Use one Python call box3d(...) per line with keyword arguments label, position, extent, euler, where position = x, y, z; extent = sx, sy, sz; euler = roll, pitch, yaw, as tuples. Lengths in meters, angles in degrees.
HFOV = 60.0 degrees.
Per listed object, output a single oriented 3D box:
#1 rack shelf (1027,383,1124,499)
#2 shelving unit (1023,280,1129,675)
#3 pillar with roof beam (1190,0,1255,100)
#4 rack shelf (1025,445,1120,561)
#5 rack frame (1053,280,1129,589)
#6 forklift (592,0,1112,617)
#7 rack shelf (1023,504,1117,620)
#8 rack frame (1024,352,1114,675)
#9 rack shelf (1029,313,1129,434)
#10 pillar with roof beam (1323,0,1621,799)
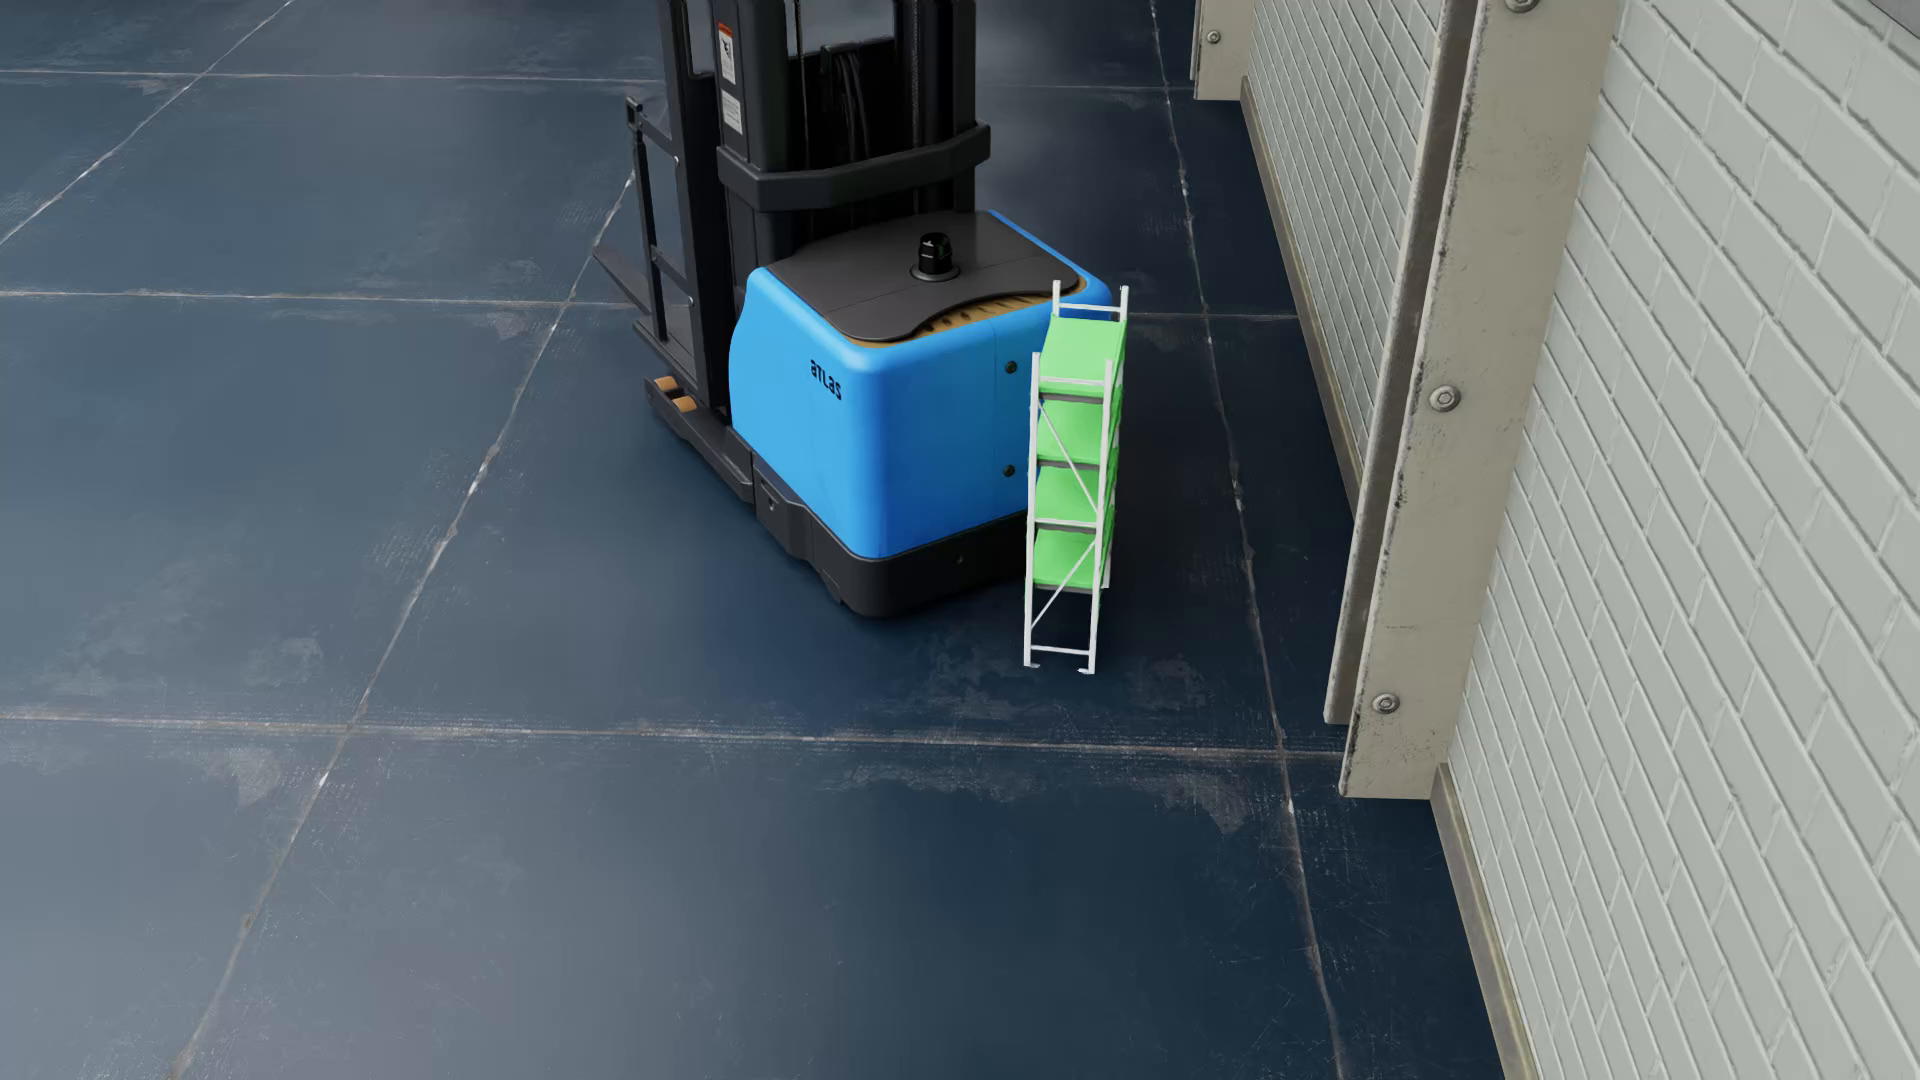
box3d(label="rack shelf", position=(0.378, -0.336, 5.378), extent=(0.258, 0.148, 0.480), euler=(6, 36, 8))
box3d(label="shelving unit", position=(0.378, -0.192, 5.479), extent=(0.258, 1.200, 0.503), euler=(6, 36, 8))
box3d(label="pillar with roof beam", position=(-2.725, -6.548, 7.741), extent=(9.100, 9.000, 0.400), euler=(1, 35, 2))
box3d(label="rack shelf", position=(0.378, -0.139, 5.516), extent=(0.258, 0.148, 0.480), euler=(6, 36, 8))
box3d(label="rack frame", position=(0.420, -0.330, 5.676), extent=(0.240, 1.200, 0.015), euler=(6, 36, 8))
box3d(label="forklift", position=(-0.663, -1.750, 6.191), extent=(1.130, 2.935, 3.031), euler=(-19, 39, -25))
box3d(label="rack shelf", position=(0.378, 0.057, 5.654), extent=(0.258, 0.148, 0.480), euler=(6, 36, 8))
box3d(label="rack frame", position=(0.336, -0.053, 5.283), extent=(0.240, 1.200, 0.015), euler=(6, 36, 8))
box3d(label="rack shelf", position=(0.378, -0.532, 5.240), extent=(0.258, 0.148, 0.480), euler=(6, 36, 8))
box3d(label="pillar with roof beam", position=(-2.966, -3.101, 2.836), extent=(9.100, 9.000, 0.400), euler=(1, 35, 2))
